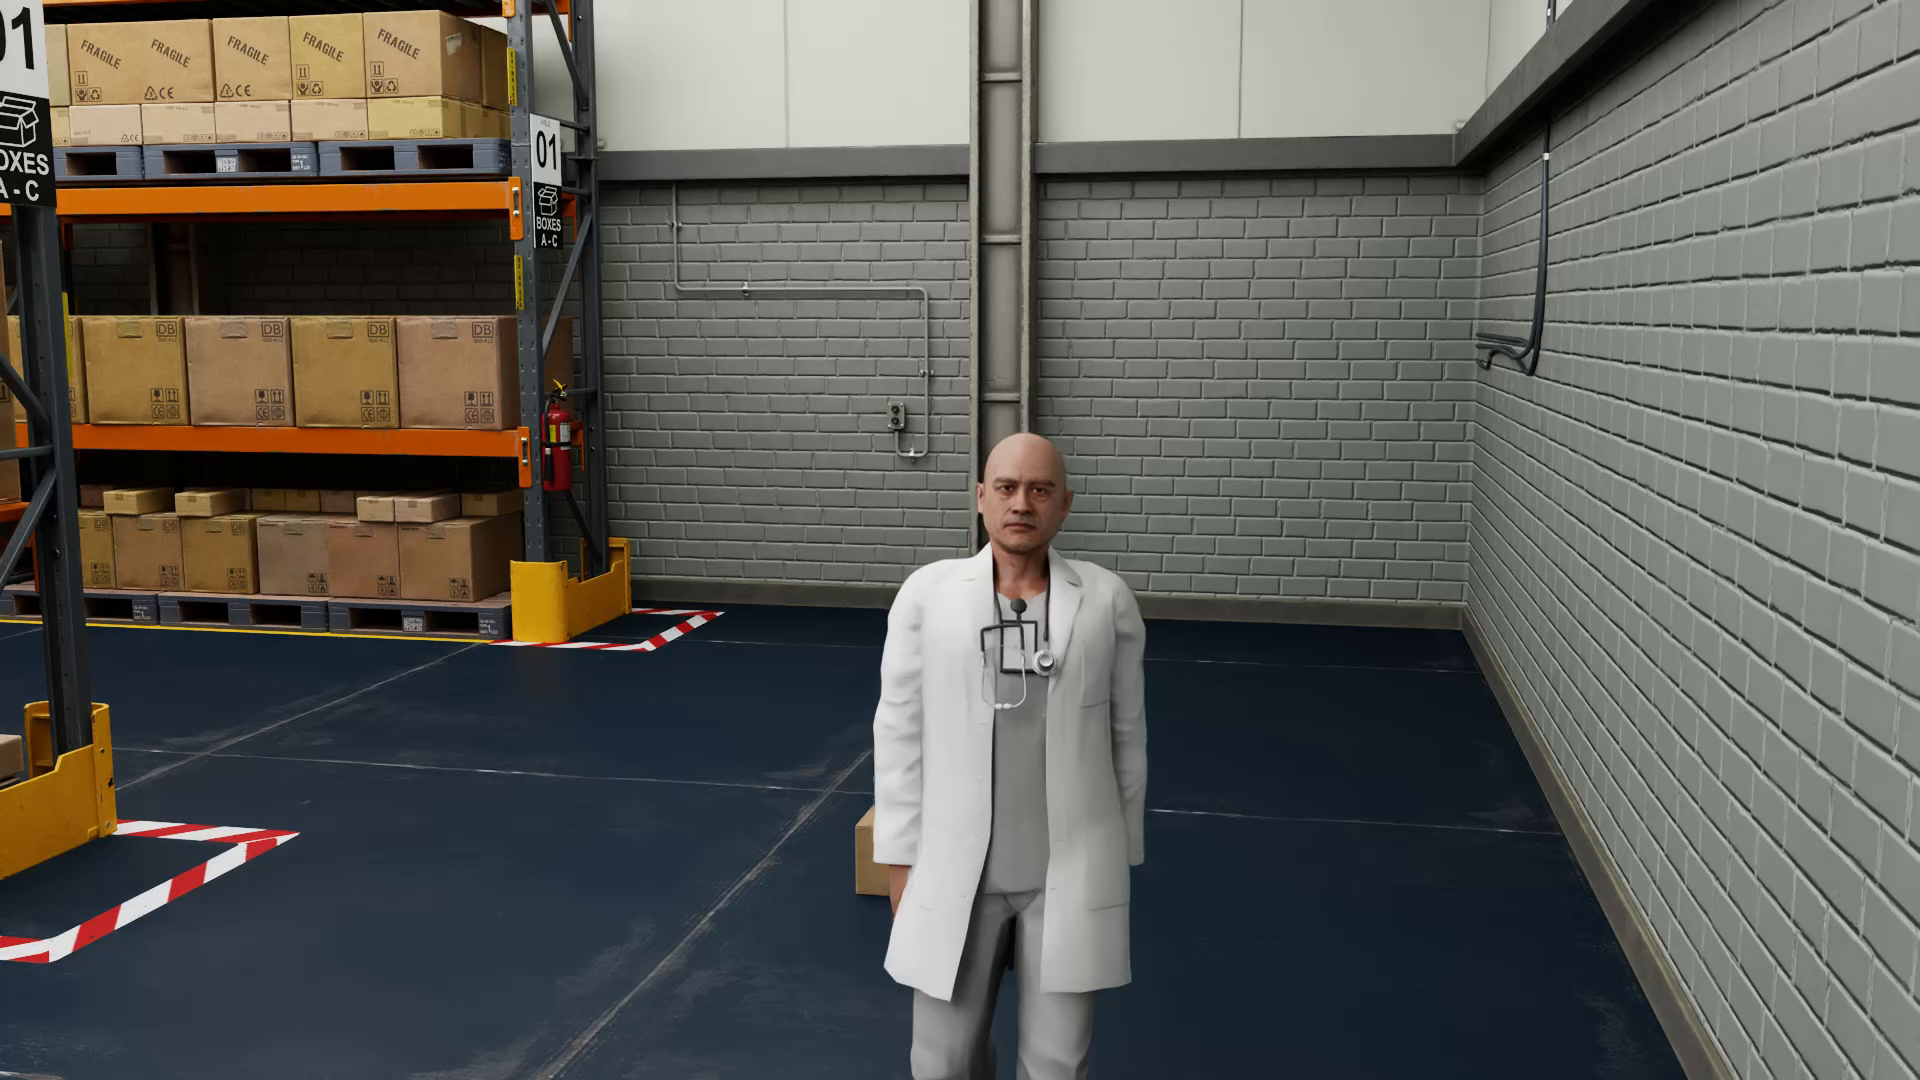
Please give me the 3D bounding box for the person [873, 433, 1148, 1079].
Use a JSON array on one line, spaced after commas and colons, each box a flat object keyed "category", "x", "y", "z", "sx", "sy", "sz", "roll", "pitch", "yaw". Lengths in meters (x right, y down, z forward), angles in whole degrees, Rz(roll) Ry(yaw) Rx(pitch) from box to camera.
[{"category": "person", "x": 0.104, "y": 0.658, "z": 3.441, "sx": 0.564, "sy": 1.759, "sz": 0.745, "roll": 0, "pitch": 8, "yaw": 1}]
